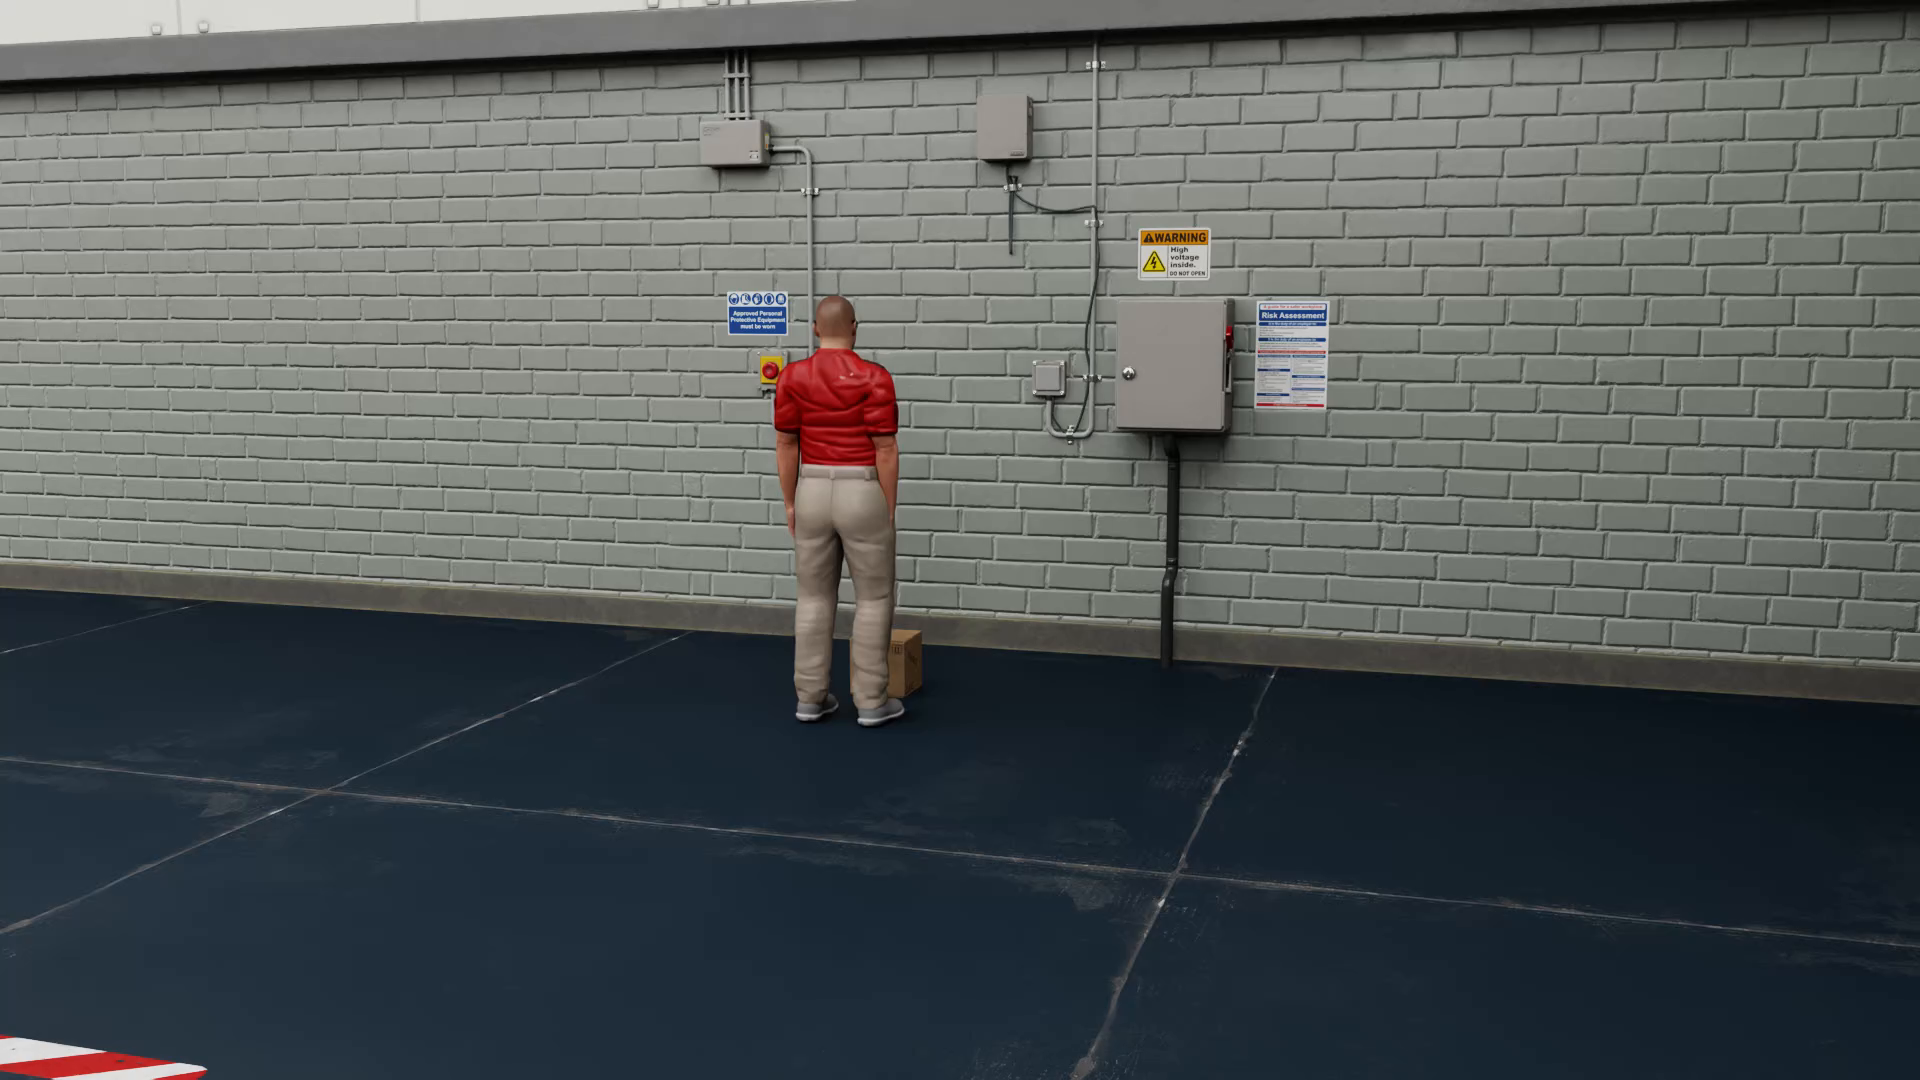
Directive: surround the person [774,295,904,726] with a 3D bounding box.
[{"bbox_3d":[-0.479,-0.122,6.753,0.526,1.723,0.361,3,9,18],"label":"person"}]
